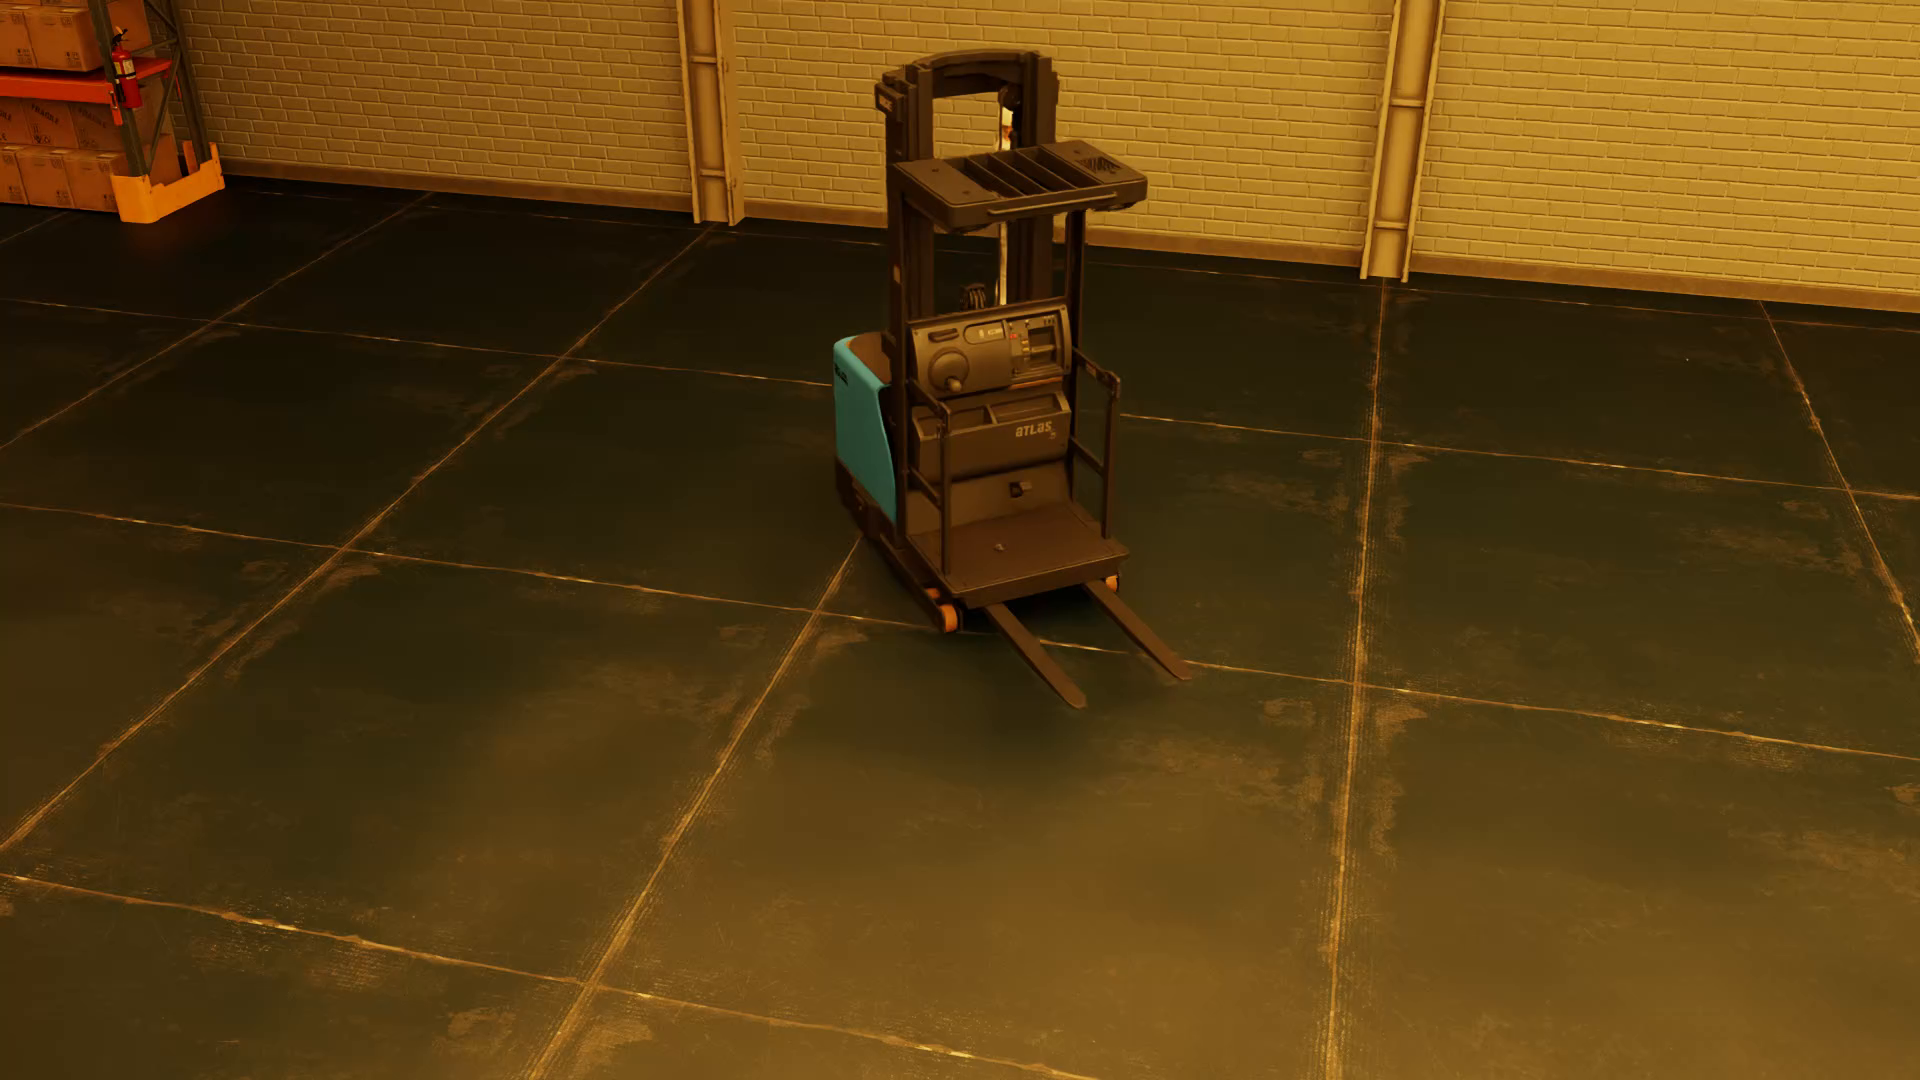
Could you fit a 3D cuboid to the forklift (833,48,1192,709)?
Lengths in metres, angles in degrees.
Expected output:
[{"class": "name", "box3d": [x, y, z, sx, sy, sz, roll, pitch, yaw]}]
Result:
[{"class": "forklift", "box3d": [0.267, -0.999, 8.933, 1.130, 2.935, 3.031, -12, 32, -21]}]

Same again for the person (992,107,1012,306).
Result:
[{"class": "person", "box3d": [0.422, -2.410, 12.582, 0.364, 1.795, 0.580, -1, 30, -2]}]
